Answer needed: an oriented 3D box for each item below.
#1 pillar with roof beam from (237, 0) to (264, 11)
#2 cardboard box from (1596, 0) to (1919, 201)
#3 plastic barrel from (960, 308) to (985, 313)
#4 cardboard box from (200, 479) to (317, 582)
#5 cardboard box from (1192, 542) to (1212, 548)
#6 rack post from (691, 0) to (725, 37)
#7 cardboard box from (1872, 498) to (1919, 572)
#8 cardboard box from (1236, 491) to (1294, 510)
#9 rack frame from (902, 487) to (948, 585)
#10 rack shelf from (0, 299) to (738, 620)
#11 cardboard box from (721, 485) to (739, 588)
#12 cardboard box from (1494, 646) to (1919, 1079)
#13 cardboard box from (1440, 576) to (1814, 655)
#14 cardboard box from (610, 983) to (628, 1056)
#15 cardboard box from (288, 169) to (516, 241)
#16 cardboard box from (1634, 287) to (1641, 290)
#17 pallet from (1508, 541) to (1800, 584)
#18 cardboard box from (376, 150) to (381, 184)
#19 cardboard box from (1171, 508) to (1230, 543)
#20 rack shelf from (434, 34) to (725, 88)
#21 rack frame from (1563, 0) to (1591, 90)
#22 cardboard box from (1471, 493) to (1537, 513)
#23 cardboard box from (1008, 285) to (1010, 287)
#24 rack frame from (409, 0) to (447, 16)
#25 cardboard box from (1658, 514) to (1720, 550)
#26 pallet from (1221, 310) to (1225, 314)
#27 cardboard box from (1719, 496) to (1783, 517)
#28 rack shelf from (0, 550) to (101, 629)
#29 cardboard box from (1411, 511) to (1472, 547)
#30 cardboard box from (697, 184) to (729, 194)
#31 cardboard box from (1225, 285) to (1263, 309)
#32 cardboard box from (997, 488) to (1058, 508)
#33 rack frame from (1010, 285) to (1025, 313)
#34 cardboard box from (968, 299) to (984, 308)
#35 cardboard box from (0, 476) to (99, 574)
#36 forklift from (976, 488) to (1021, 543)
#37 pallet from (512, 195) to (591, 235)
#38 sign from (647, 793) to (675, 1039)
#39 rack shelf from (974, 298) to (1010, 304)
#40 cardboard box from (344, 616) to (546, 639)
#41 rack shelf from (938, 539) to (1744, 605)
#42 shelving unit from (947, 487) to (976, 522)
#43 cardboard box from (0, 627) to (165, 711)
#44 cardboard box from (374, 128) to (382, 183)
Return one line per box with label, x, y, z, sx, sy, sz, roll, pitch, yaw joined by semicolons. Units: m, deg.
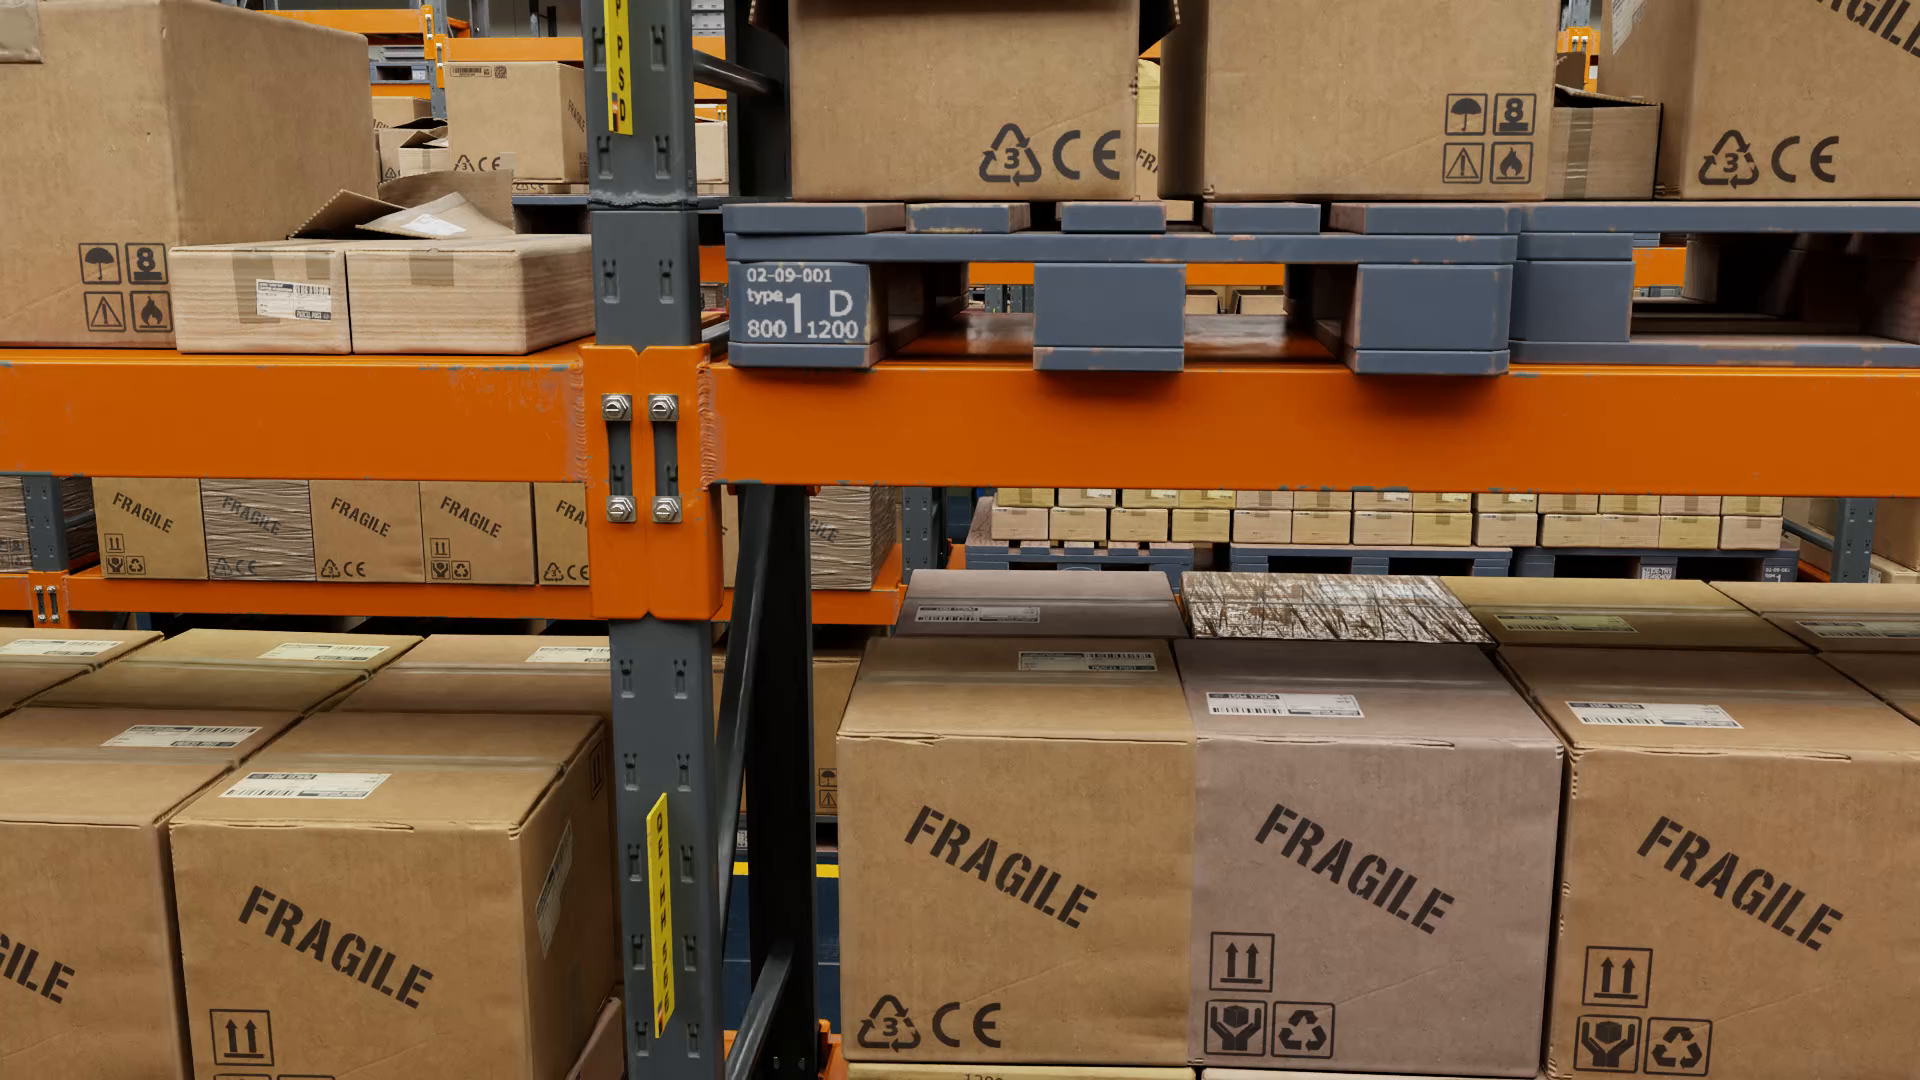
pillar with roof beam;-12.233;-6.537;24.042;0.548;9.000;9.100;1;12;4
cardboard box;1.390;-0.819;2.763;0.500;0.500;0.500;1;12;4
plastic barrel;0.122;-2.109;17.191;0.708;0.536;0.600;1;12;4
cardboard box;-3.139;-0.109;7.718;0.500;0.500;0.500;1;12;4
cardboard box;1.850;-0.224;12.677;0.875;0.875;1.225;1;12;4
rack post;-1.416;-5.177;17.053;3.121;1.000;1.013;1;12;4
cardboard box;4.310;-0.156;7.215;0.500;0.500;0.500;1;12;3
cardboard box;1.348;-0.241;7.457;0.250;0.149;0.380;1;12;4
rack frame;-0.158;-0.074;7.796;0.127;3.000;1.000;1;12;4
rack shelf;-2.384;-0.205;2.853;4.000;0.370;1.077;1;12;4
cardboard box;-1.123;-0.081;7.587;0.500;0.500;0.500;1;12;4
cardboard box;1.098;0.472;2.500;0.500;0.500;0.500;1;12;5
cardboard box;1.153;0.367;3.000;0.500;0.500;0.500;1;12;4
cardboard box;-0.700;0.814;3.141;0.250;0.149;0.380;0;12;0
cardboard box;-0.946;-0.506;2.865;0.258;0.266;0.396;1;12;4
cardboard box;8.459;-3.488;21.433;0.500;0.500;0.500;1;12;3
pallet;3.080;0.034;7.746;1.213;0.211;1.003;1;12;4
cardboard box;-2.769;-1.656;7.377;0.250;0.149;0.380;1;12;4
cardboard box;1.081;-0.099;7.501;0.250;0.149;0.380;1;12;6
rack shelf;-1.722;-3.502;12.265;4.000;0.370;1.077;1;12;4
rack frame;4.265;-3.968;11.758;0.127;3.000;1.000;1;12;4
cardboard box;2.379;-0.227;7.387;0.250;0.149;0.380;0;12;1
cardboard box;0.797;-4.390;27.112;0.500;0.500;0.700;-1;12;-3
rack frame;-7.043;-6.156;22.217;0.127;3.000;1.000;1;12;4
cardboard box;3.164;-0.070;7.366;0.250;0.149;0.380;1;12;4
pallet;2.880;-2.990;22.205;1.213;0.211;1.003;1;12;4
cardboard box;3.422;-0.213;7.320;0.250;0.149;0.380;1;12;5
rack shelf;-6.145;0.196;8.262;4.000;0.370;1.077;1;12;4
cardboard box;2.123;-0.084;7.432;0.250;0.149;0.380;1;12;6
cardboard box;-1.840;-2.695;12.544;0.250;0.166;0.380;0;12;2
cardboard box;3.783;-3.358;22.226;0.500;0.500;0.700;3;12;13
cardboard box;0.310;-0.255;7.521;0.250;0.149;0.380;1;12;6
rack frame;0.605;-2.098;17.471;0.127;3.000;1.000;1;12;4
cardboard box;0.060;-3.118;22.565;0.500;0.311;0.500;1;12;3
cardboard box;-4.518;-0.205;8.055;0.550;0.550;0.875;1;12;4
forklift;1.672;-1.422;14.407;3.031;2.935;1.130;1;12;5
pallet;-1.920;-1.463;7.569;1.213;0.211;1.003;1;12;6
sign;-0.415;0.522;2.314;0.005;0.325;0.100;1;12;4
rack shelf;-0.729;-3.797;27.351;4.000;0.370;1.077;1;12;4
cardboard box;-2.562;0.771;8.226;0.750;0.750;1.050;1;12;4
rack shelf;1.837;0.305;7.739;4.000;0.370;1.077;1;12;4
shelving unit;-0.240;-0.739;14.640;0.755;1.500;0.431;1;12;5
cardboard box;-1.873;0.473;3.182;0.500;0.500;0.500;1;12;5
cardboard box;-2.903;-1.806;7.847;0.500;0.250;0.500;1;12;3
